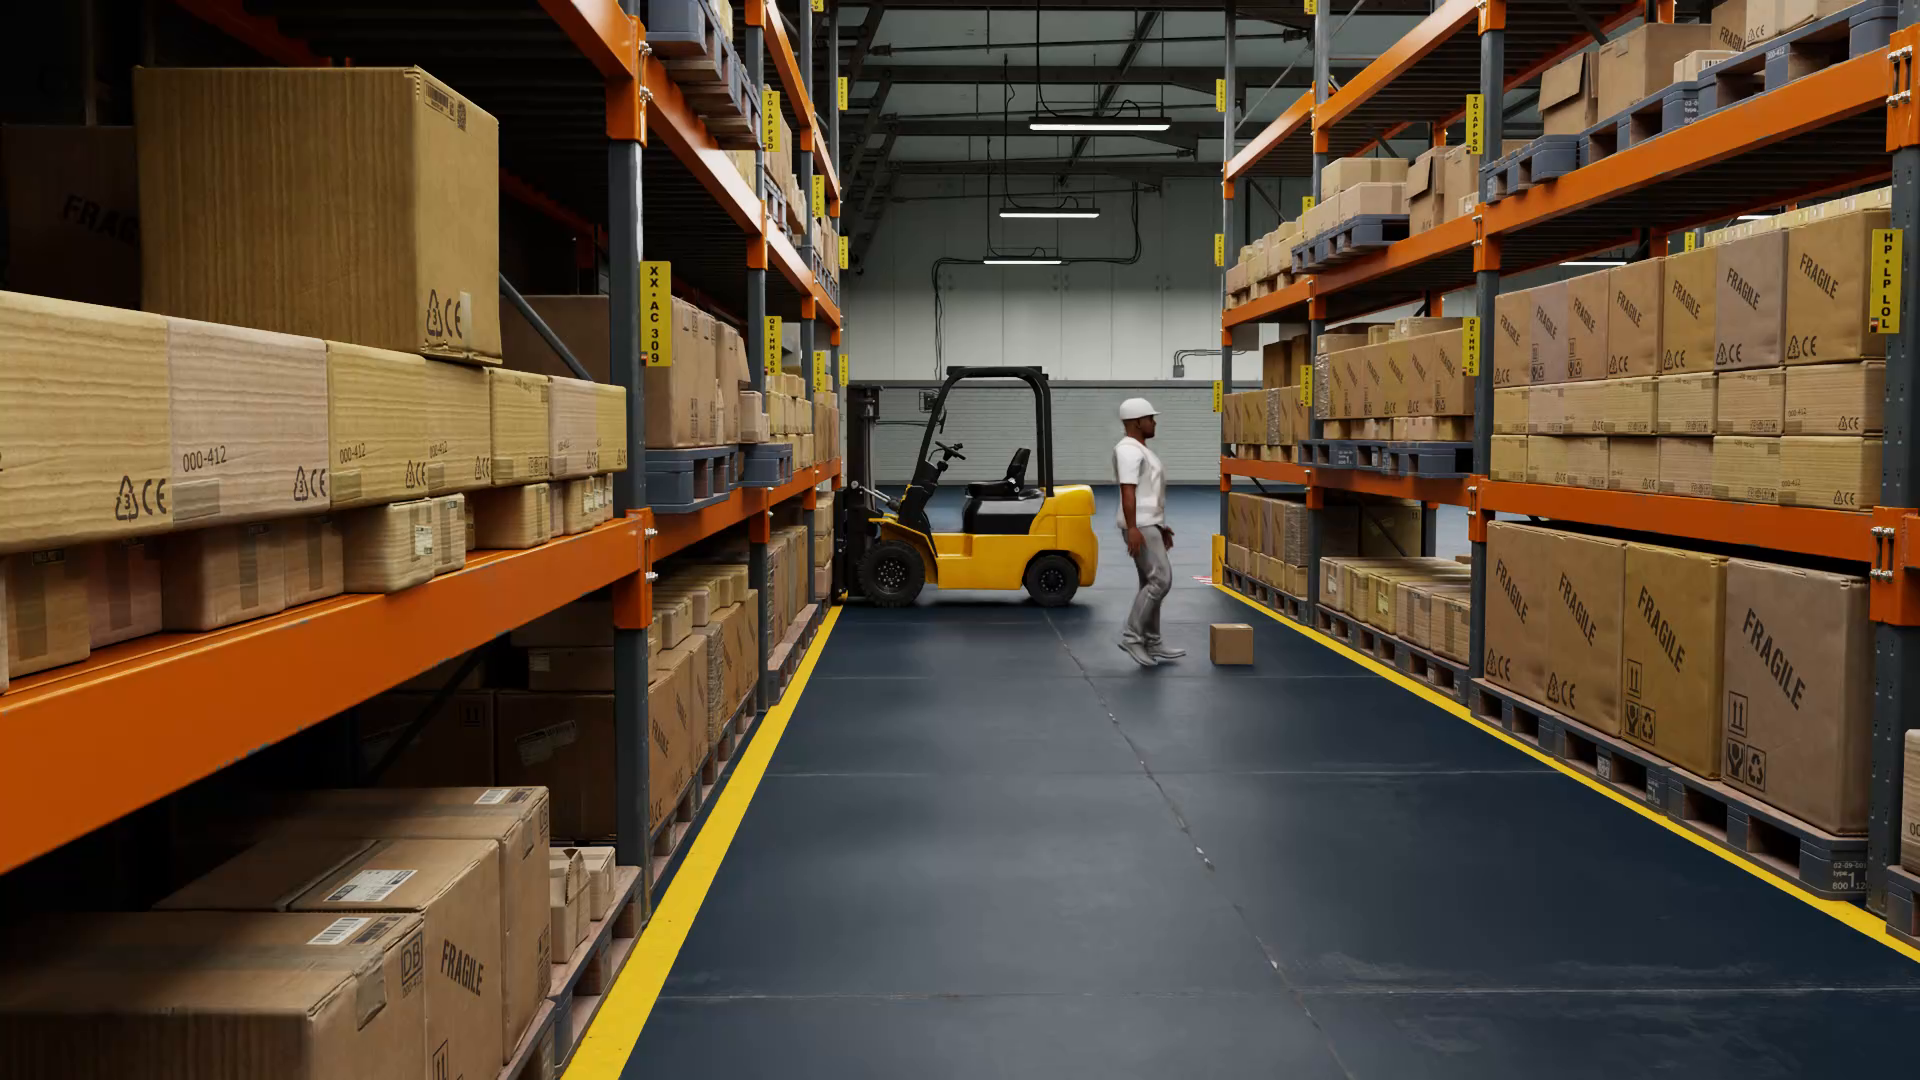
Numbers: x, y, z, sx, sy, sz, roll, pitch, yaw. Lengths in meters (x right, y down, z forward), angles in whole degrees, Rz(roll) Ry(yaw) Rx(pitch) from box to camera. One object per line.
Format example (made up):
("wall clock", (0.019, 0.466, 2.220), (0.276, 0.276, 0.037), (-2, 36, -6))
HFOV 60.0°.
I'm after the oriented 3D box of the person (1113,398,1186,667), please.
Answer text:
("person", (1.288, -0.055, 11.263), (0.487, 1.809, 0.620), (1, 4, 13))
